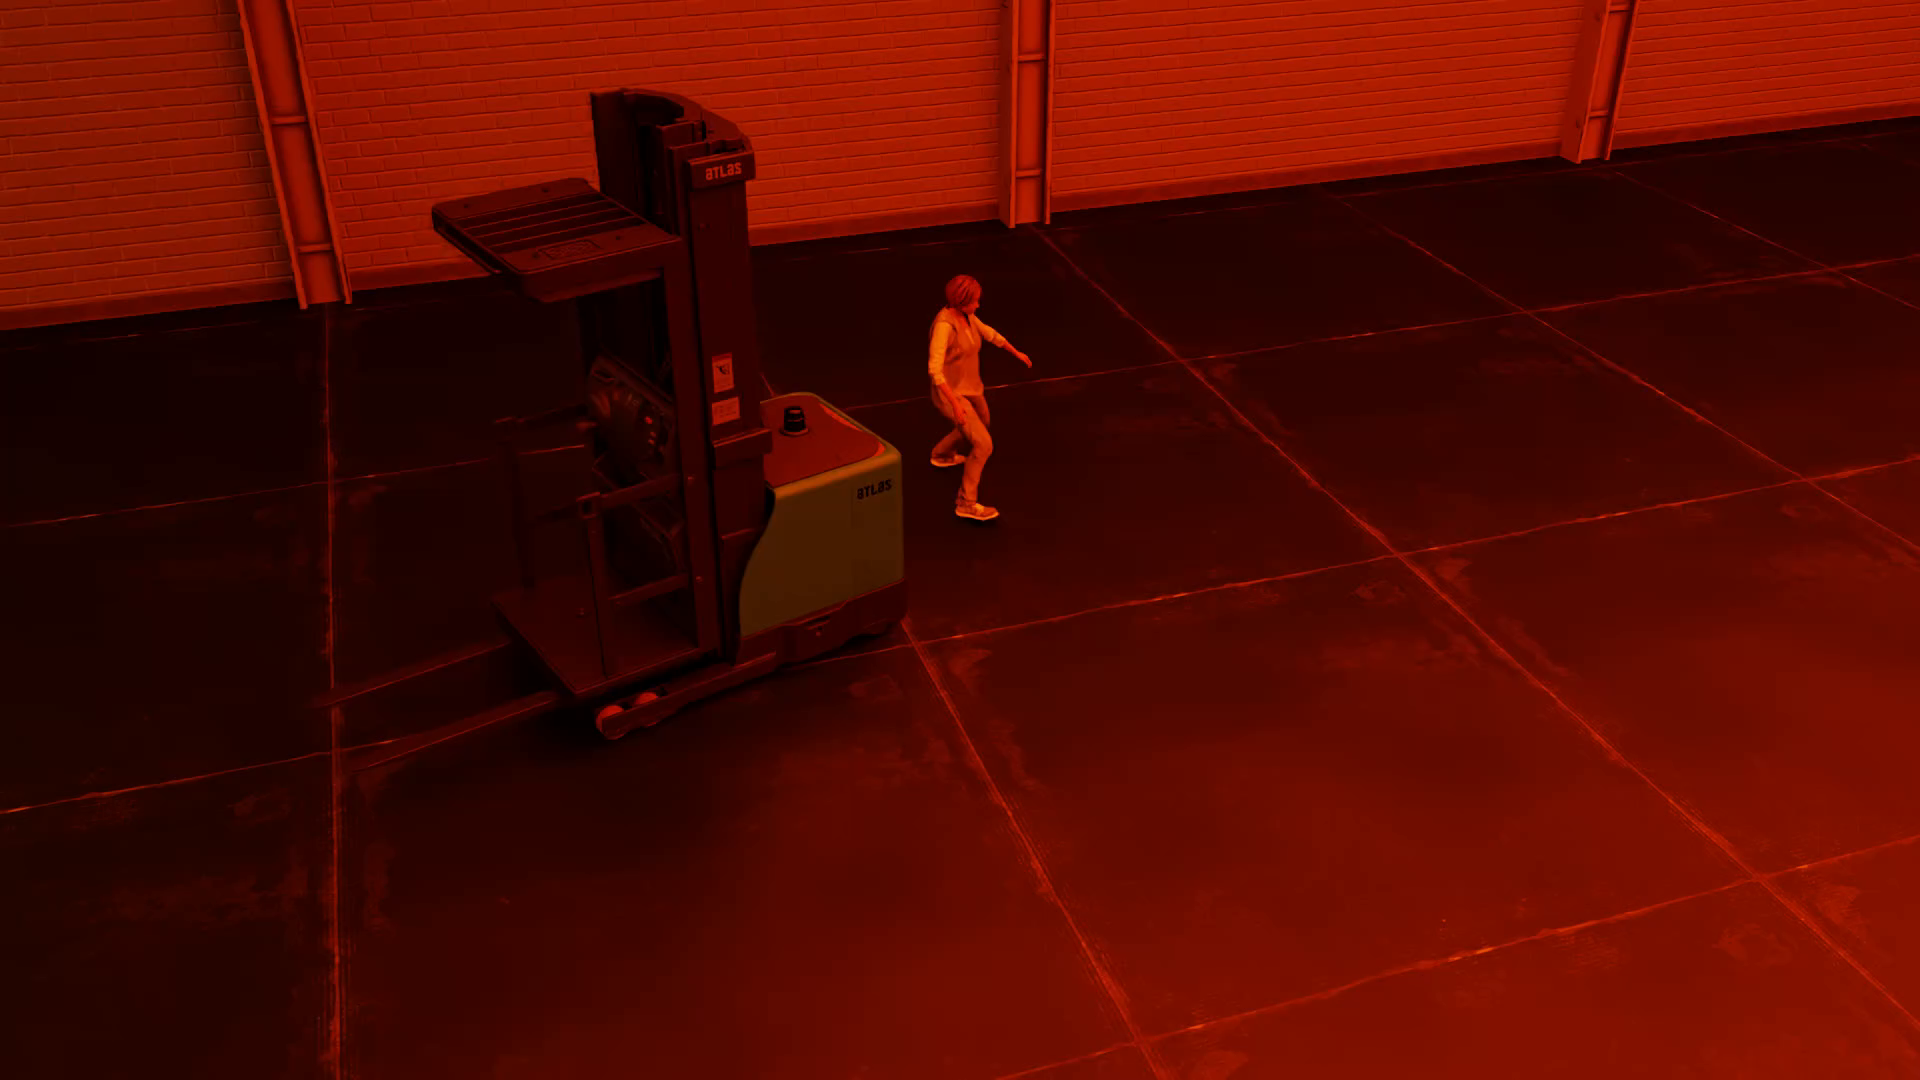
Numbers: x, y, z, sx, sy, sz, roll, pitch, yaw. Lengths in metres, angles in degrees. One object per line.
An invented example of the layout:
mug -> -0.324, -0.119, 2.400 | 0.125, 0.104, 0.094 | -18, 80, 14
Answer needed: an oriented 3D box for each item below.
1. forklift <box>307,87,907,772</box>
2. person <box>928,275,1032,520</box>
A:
forklift -> -1.787, -0.576, 8.088 | 3.031, 2.935, 1.130 | -20, 35, -30
person -> 0.053, -0.930, 10.236 | 0.730, 1.460, 0.849 | 14, 33, 23
